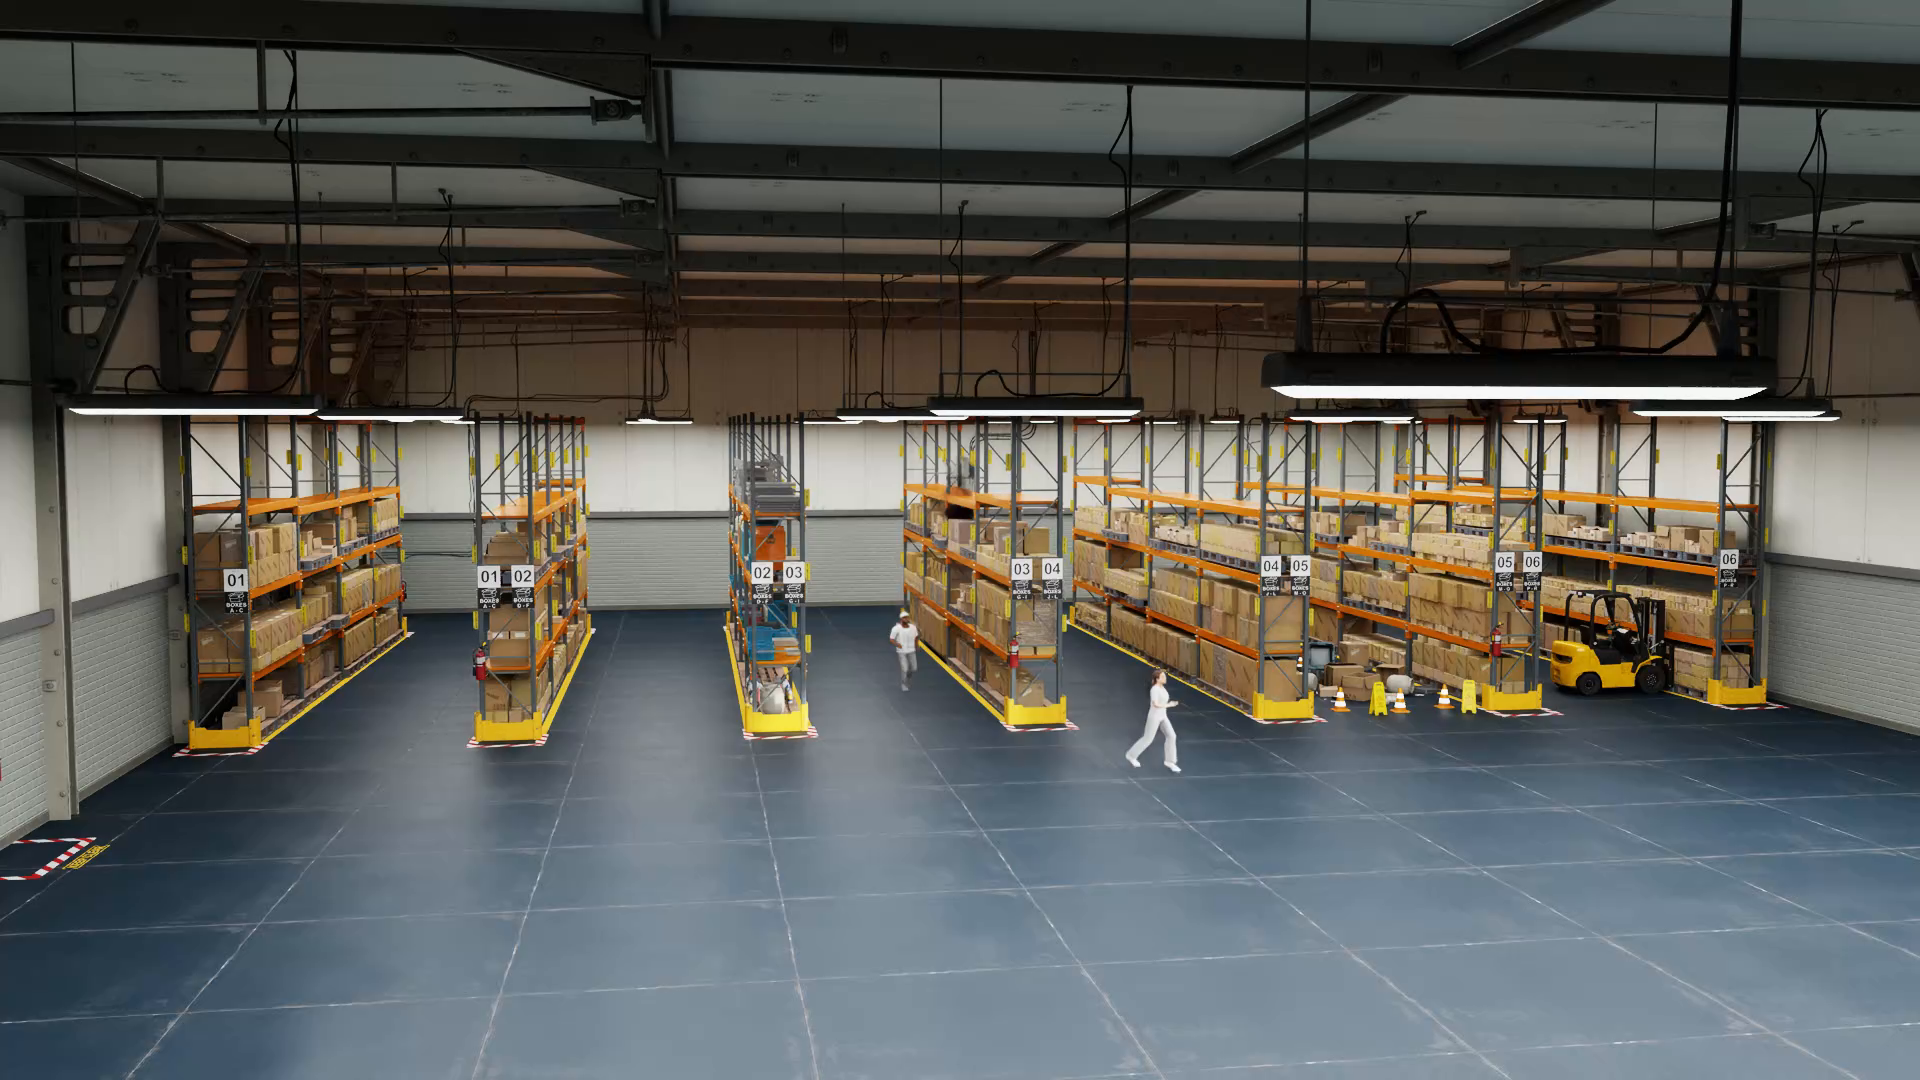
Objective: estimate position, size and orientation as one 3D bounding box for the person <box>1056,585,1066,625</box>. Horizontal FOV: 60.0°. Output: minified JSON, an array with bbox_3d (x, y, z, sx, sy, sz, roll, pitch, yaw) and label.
[{"bbox_3d":[2.565,1.800,45.573,0.700,1.668,0.673,0,4,-6],"label":"person"}]

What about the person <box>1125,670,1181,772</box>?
[{"bbox_3d":[3.234,3.003,27.731,0.915,1.707,0.574,2,4,27],"label":"person"}]

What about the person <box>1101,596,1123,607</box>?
[{"bbox_3d":[4.490,1.494,49.786,0.877,1.667,0.642,-1,4,-8],"label":"person"}]

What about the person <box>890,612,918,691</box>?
[{"bbox_3d":[-1.155,2.404,35.818,0.692,1.718,0.591,-2,4,-21],"label":"person"}]
